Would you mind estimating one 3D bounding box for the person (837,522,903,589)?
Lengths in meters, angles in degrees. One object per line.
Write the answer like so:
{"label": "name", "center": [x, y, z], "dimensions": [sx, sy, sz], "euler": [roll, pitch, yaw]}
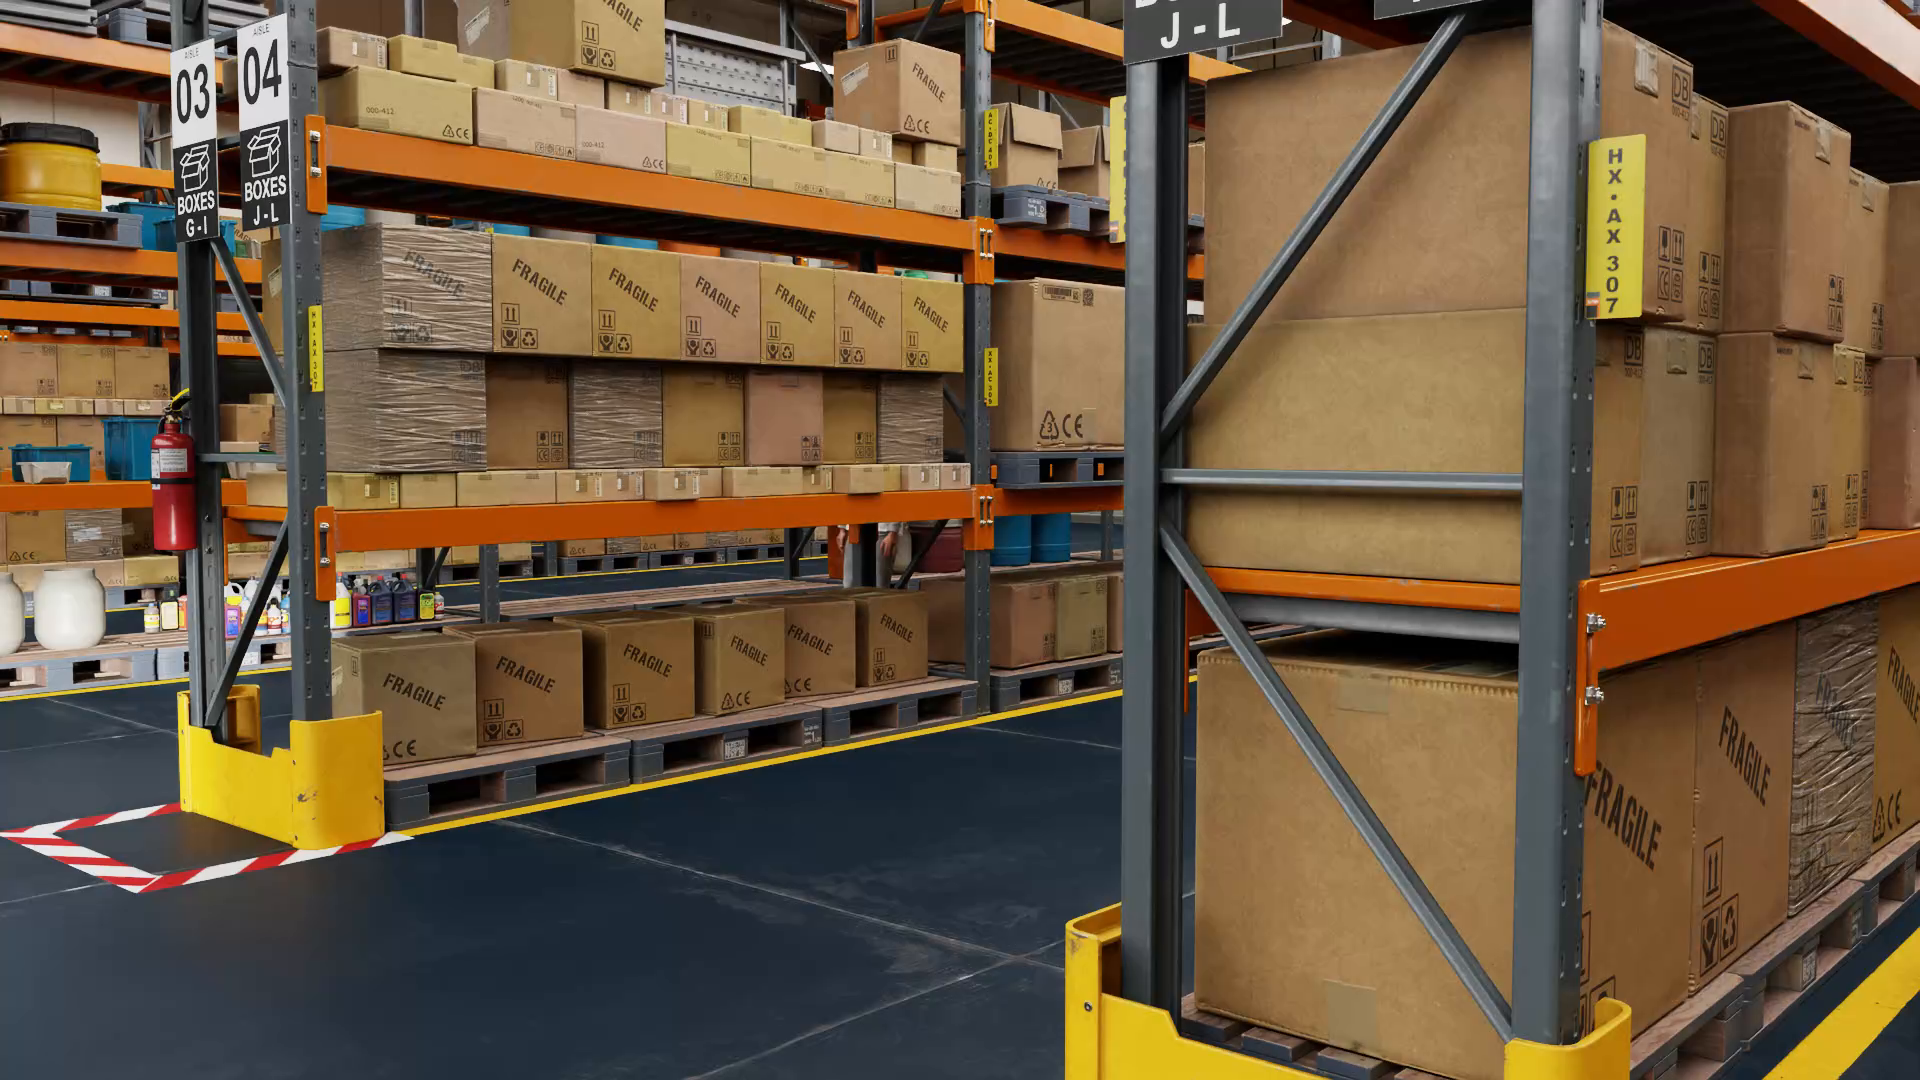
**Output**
{"label": "person", "center": [-0.659, -0.039, 12.138], "dimensions": [0.580, 1.771, 0.461], "euler": [3, 5, 41]}
